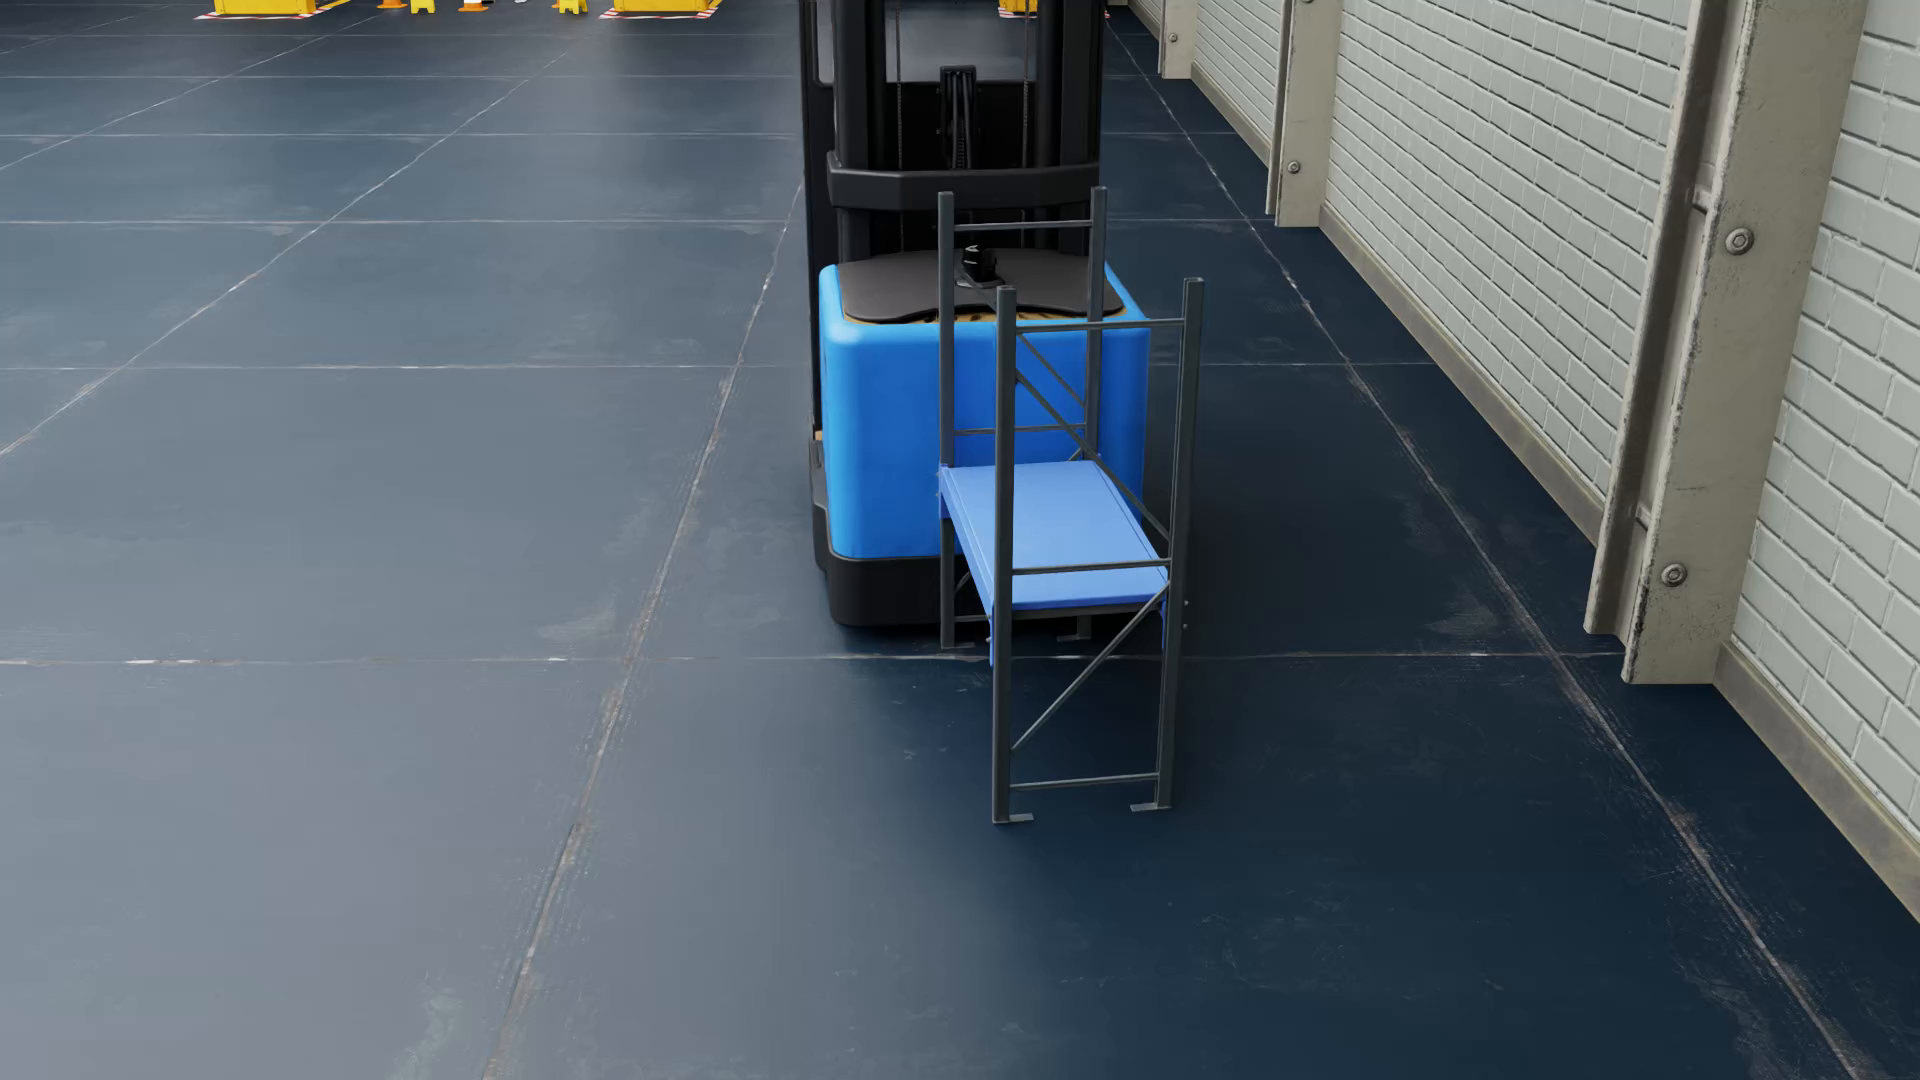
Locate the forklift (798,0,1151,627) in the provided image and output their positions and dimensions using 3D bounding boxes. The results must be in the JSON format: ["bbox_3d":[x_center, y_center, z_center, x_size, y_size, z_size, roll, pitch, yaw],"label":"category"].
[{"bbox_3d":[-0.057,-1.625,6.285,1.130,2.935,3.031,-3,24,-6],"label":"forklift"}]

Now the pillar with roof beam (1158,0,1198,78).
[{"bbox_3d":[-2.180,-8.654,14.465,9.100,9.000,0.400,0,24,-1],"label":"pillar with roof beam"}]

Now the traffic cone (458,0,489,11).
[{"bbox_3d":[-6.198,-6.968,21.096,0.336,0.463,0.334,0,24,-1],"label":"traffic cone"}]

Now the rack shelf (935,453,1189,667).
[{"bbox_3d":[0.261,0.029,4.802,0.538,0.185,1.000,-4,25,-8],"label":"rack shelf"}]

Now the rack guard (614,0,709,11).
[{"bbox_3d":[-3.798,-6.990,21.099,1.175,0.500,0.348,0,24,-1],"label":"rack guard"}]

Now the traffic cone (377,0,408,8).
[{"bbox_3d":[-7.332,-7.103,21.394,0.336,0.463,0.334,0,24,-1],"label":"traffic cone"}]

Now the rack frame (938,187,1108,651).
[{"bbox_3d":[0.185,-0.342,5.186,0.500,1.500,0.032,-4,25,-8],"label":"rack frame"}]

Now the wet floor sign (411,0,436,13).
[{"bbox_3d":[-6.766,-6.958,20.852,0.267,0.644,0.232,-4,25,-10],"label":"wet floor sign"}]

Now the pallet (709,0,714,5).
[{"bbox_3d":[-3.772,-7.194,21.899,1.003,0.211,1.213,0,24,-1],"label":"pallet"}]

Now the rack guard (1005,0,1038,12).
[{"bbox_3d":[1.166,-6.973,21.061,1.175,0.500,0.348,0,24,-1],"label":"rack guard"}]

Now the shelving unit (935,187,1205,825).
[{"bbox_3d":[0.261,-0.135,4.728,0.538,1.500,1.048,-4,25,-8],"label":"shelving unit"}]

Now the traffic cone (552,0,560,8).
[{"bbox_3d":[-5.092,-7.113,21.416,0.336,0.463,0.334,0,24,-1],"label":"traffic cone"}]

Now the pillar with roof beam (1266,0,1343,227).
[{"bbox_3d":[-2.114,-6.182,8.999,9.100,9.000,0.400,0,24,-1],"label":"pillar with roof beam"}]

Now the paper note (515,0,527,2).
[{"bbox_3d":[-5.798,-7.126,21.968,0.148,0.019,0.142,-9,26,-19],"label":"paper note"}]

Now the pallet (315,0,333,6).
[{"bbox_3d":[-8.833,-7.093,21.676,1.003,0.211,1.213,0,24,-1],"label":"pallet"}]

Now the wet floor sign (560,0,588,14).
[{"bbox_3d":[-4.865,-6.942,20.816,0.267,0.644,0.232,8,26,18],"label":"wet floor sign"}]

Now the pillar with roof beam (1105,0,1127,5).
[{"bbox_3d":[-2.245,-11.127,19.932,9.100,9.000,0.400,0,24,-1],"label":"pillar with roof beam"}]

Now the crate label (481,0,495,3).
[{"bbox_3d":[-6.269,-7.144,21.878,0.250,0.136,0.298,-14,28,-28],"label":"crate label"}]

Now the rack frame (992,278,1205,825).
[{"bbox_3d":[0.337,0.073,4.270,0.500,1.500,0.032,-4,25,-8],"label":"rack frame"}]

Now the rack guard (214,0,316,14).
[{"bbox_3d":[-8.746,-6.885,20.867,1.175,0.500,0.348,0,24,-1],"label":"rack guard"}]

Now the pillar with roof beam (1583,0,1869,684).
[{"bbox_3d":[-2.049,-3.710,3.532,9.100,9.000,0.400,0,24,-1],"label":"pillar with roof beam"}]
